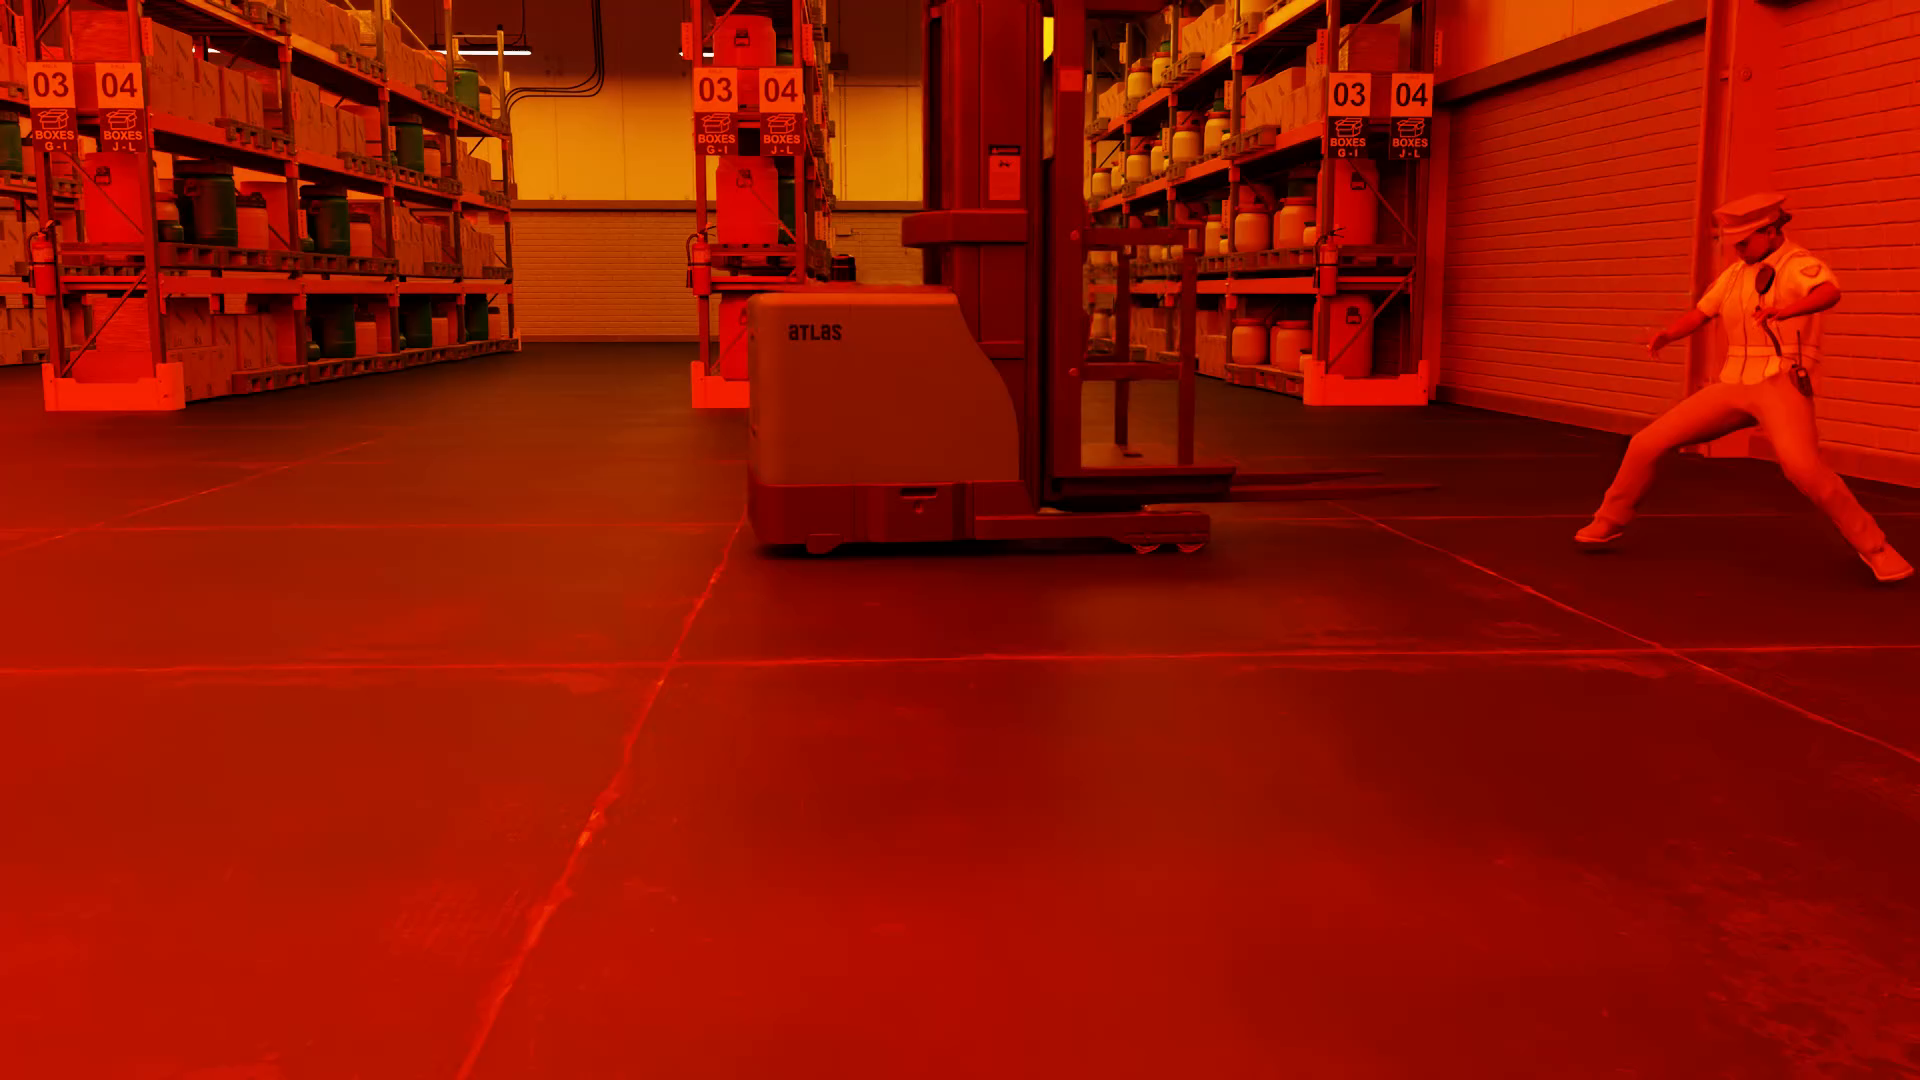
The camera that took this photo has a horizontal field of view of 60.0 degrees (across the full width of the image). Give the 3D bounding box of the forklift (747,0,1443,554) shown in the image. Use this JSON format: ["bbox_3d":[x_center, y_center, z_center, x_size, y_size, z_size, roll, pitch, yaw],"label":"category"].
[{"bbox_3d":[0.597,-1.473,7.254,3.031,2.935,1.130,-2,9,-10],"label":"forklift"}]

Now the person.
[{"bbox_3d":[3.030,-0.618,6.436,0.676,1.433,1.256,-2,9,-16],"label":"person"}]
